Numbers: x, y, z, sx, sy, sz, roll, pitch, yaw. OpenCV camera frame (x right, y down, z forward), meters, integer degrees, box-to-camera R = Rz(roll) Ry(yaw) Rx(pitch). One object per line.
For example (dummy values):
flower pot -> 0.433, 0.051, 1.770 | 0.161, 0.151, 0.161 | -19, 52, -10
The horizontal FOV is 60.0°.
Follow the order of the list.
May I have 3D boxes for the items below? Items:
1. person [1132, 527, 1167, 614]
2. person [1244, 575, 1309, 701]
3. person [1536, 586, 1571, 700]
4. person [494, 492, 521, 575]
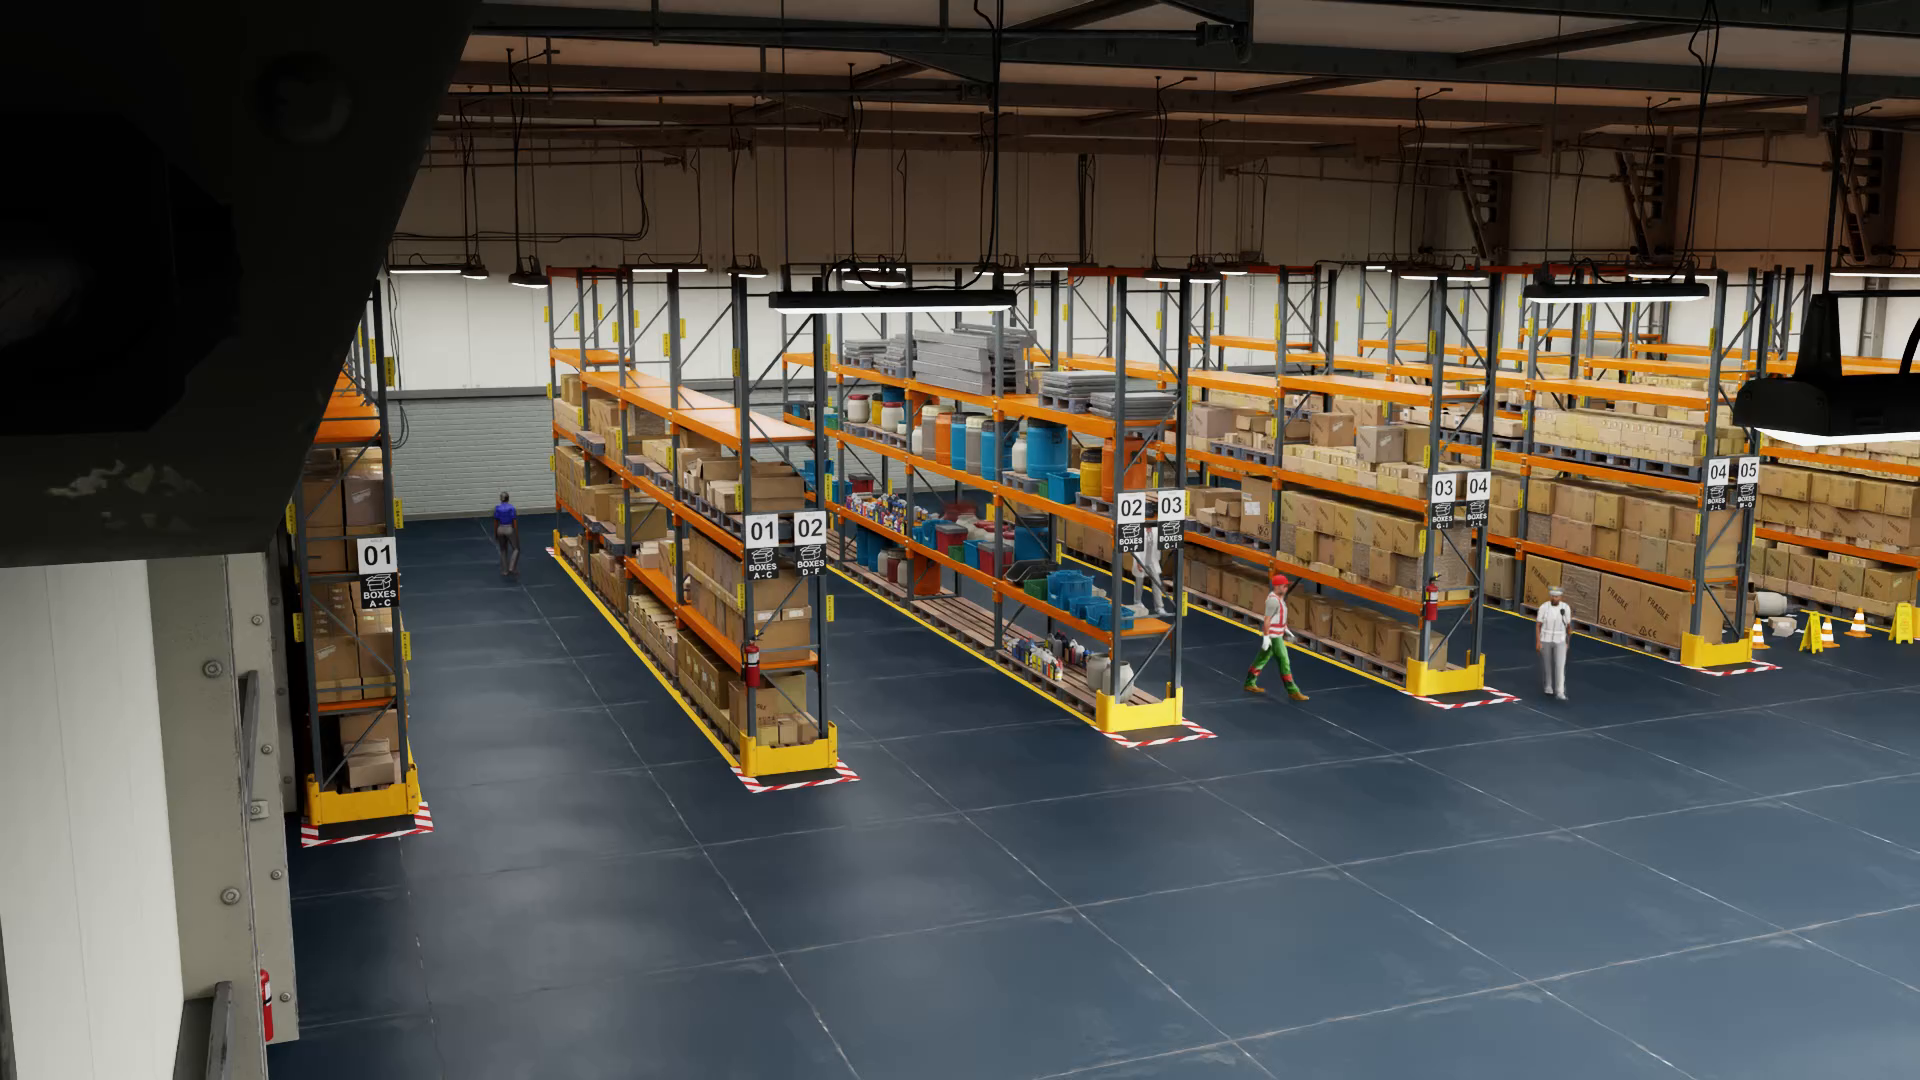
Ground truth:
person -> 3.294, 0.400, 29.177 | 0.594, 1.744, 0.970 | -2, 10, -10
person -> 4.535, 1.356, 23.681 | 0.940, 1.741, 0.562 | 2, 10, 14
person -> 8.393, 1.450, 23.529 | 0.499, 1.629, 1.007 | 4, 11, 23
person -> -8.886, -0.119, 32.586 | 0.512, 1.655, 0.489 | 1, 10, 6
